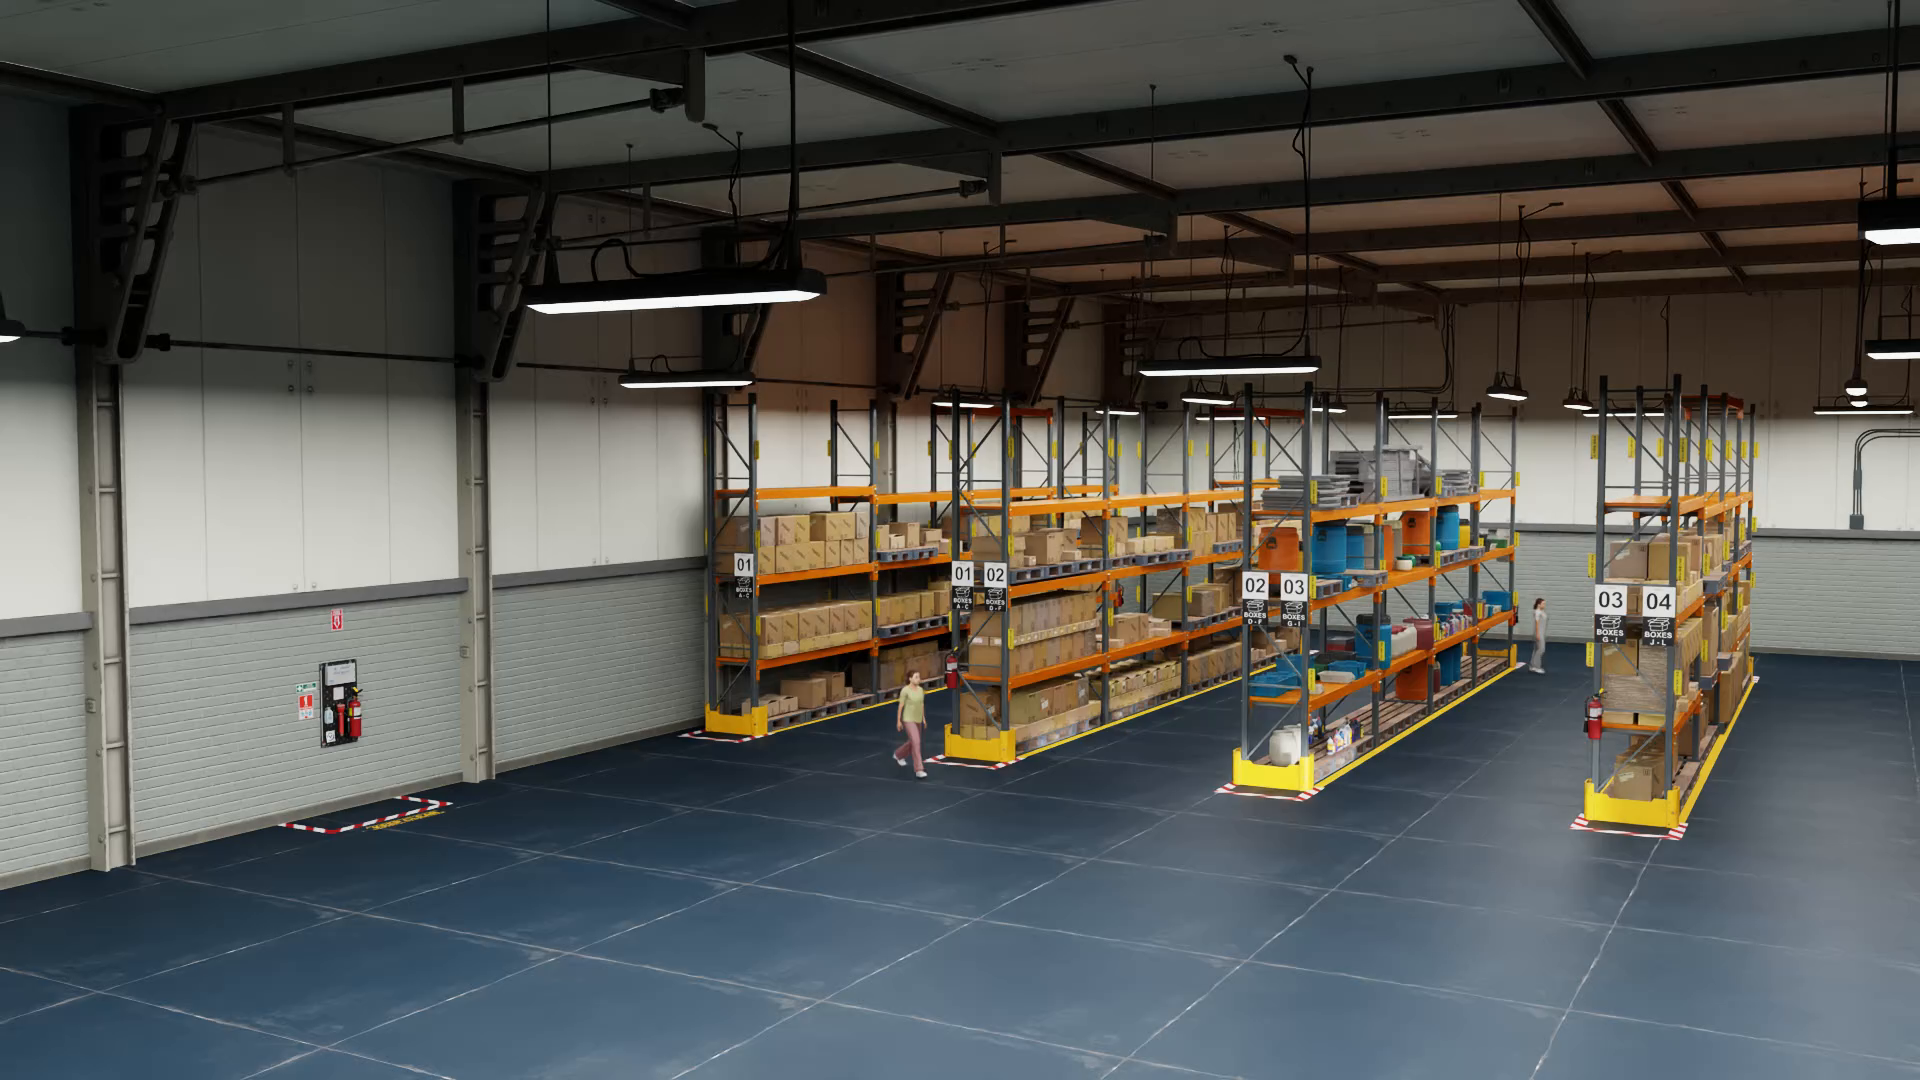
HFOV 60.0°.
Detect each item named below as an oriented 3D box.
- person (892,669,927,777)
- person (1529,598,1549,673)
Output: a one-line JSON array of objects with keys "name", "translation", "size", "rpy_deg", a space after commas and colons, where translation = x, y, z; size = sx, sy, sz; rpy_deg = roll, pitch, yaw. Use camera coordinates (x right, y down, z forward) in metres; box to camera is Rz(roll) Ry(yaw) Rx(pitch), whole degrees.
[{"name": "person", "translation": [-0.749, 2.798, 25.743], "size": [1.011, 1.618, 0.458], "rpy_deg": [3, 4, 44]}, {"name": "person", "translation": [13.043, 2.154, 37.470], "size": [0.397, 1.717, 0.529], "rpy_deg": [2, 3, 27]}]
